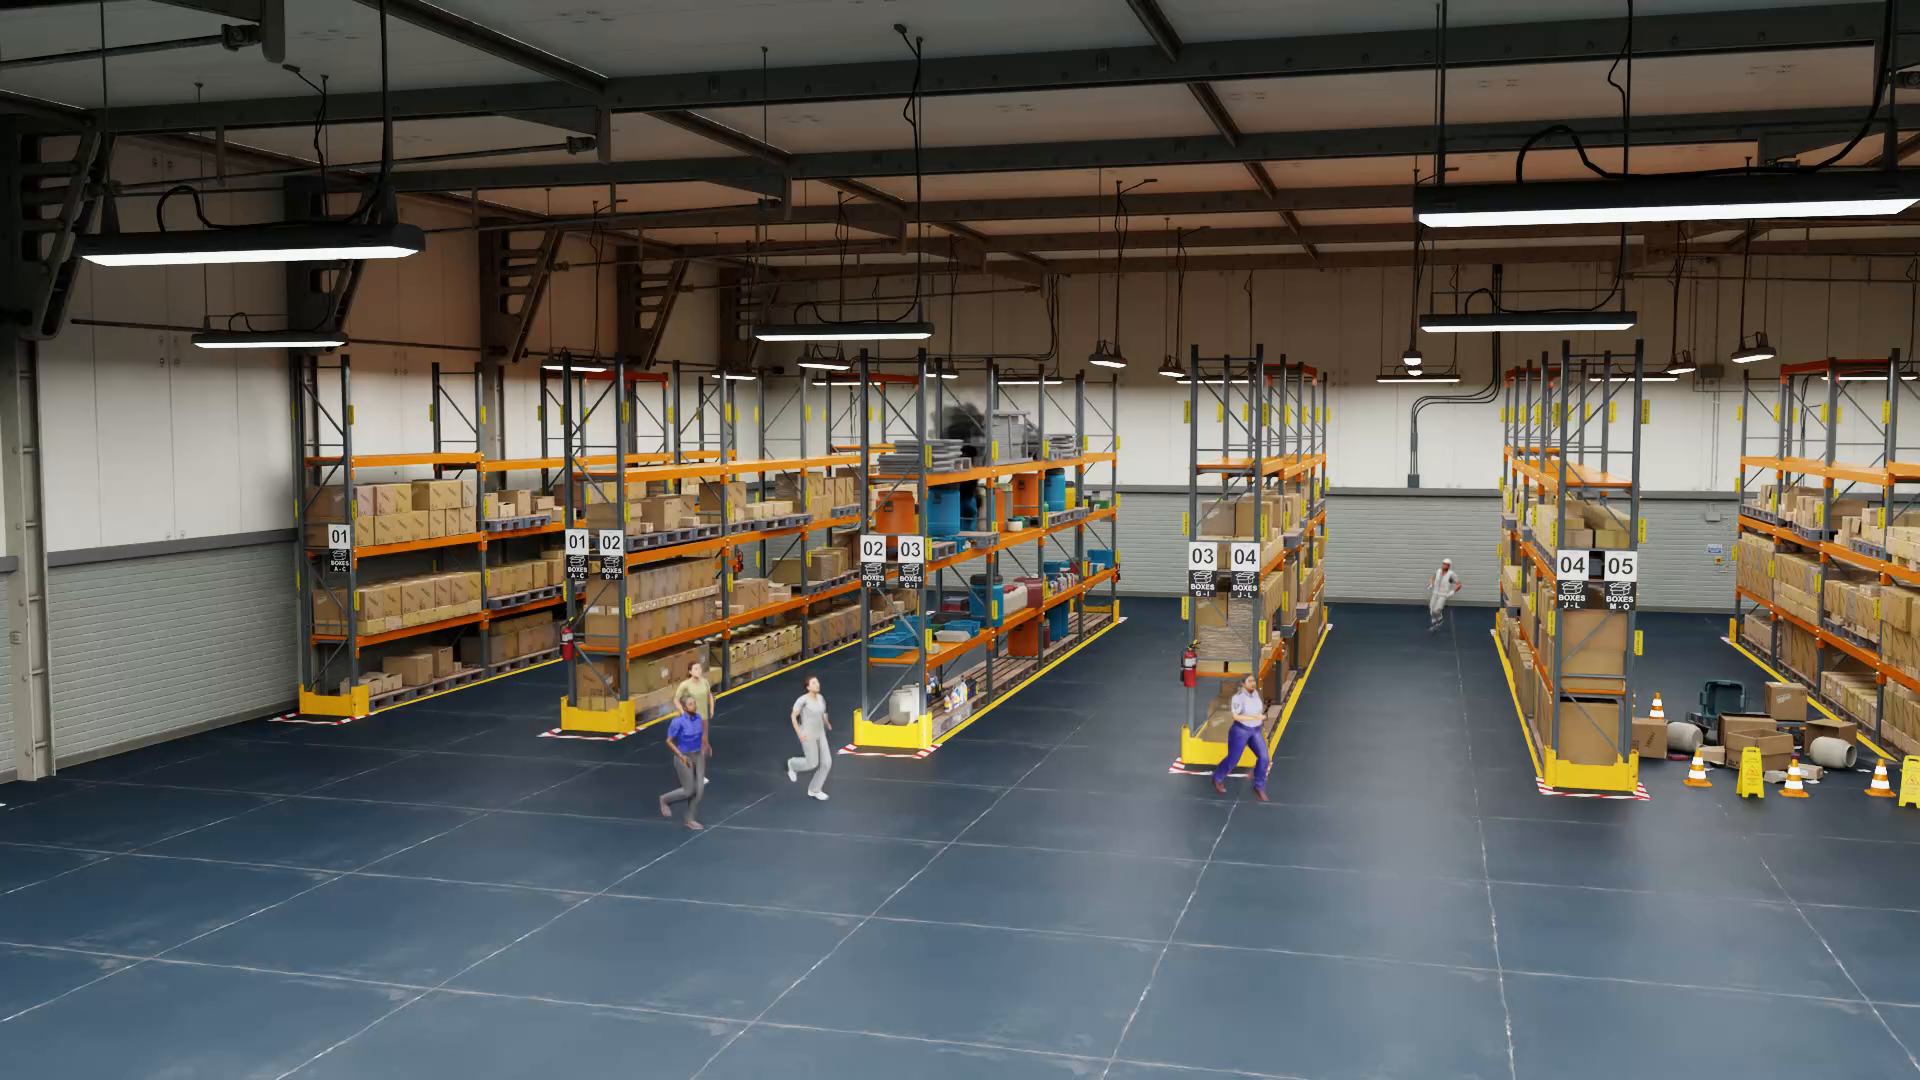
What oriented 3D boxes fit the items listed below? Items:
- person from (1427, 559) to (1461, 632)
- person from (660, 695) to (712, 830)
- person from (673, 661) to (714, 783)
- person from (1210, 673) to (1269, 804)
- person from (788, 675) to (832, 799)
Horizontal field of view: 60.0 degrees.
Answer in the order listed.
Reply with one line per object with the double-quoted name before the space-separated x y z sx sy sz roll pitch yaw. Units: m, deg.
"person" 11.020 1.283 38.065 0.529 1.726 0.733 -4 6 -45
"person" -3.322 2.688 20.258 0.609 1.631 0.576 3 5 38
"person" -3.688 2.473 22.896 0.586 1.672 0.733 -4 6 -43
"person" 3.702 2.564 21.711 0.610 1.697 0.881 -3 5 -33
"person" -1.956 2.567 21.817 0.565 1.600 0.612 -4 6 -44
